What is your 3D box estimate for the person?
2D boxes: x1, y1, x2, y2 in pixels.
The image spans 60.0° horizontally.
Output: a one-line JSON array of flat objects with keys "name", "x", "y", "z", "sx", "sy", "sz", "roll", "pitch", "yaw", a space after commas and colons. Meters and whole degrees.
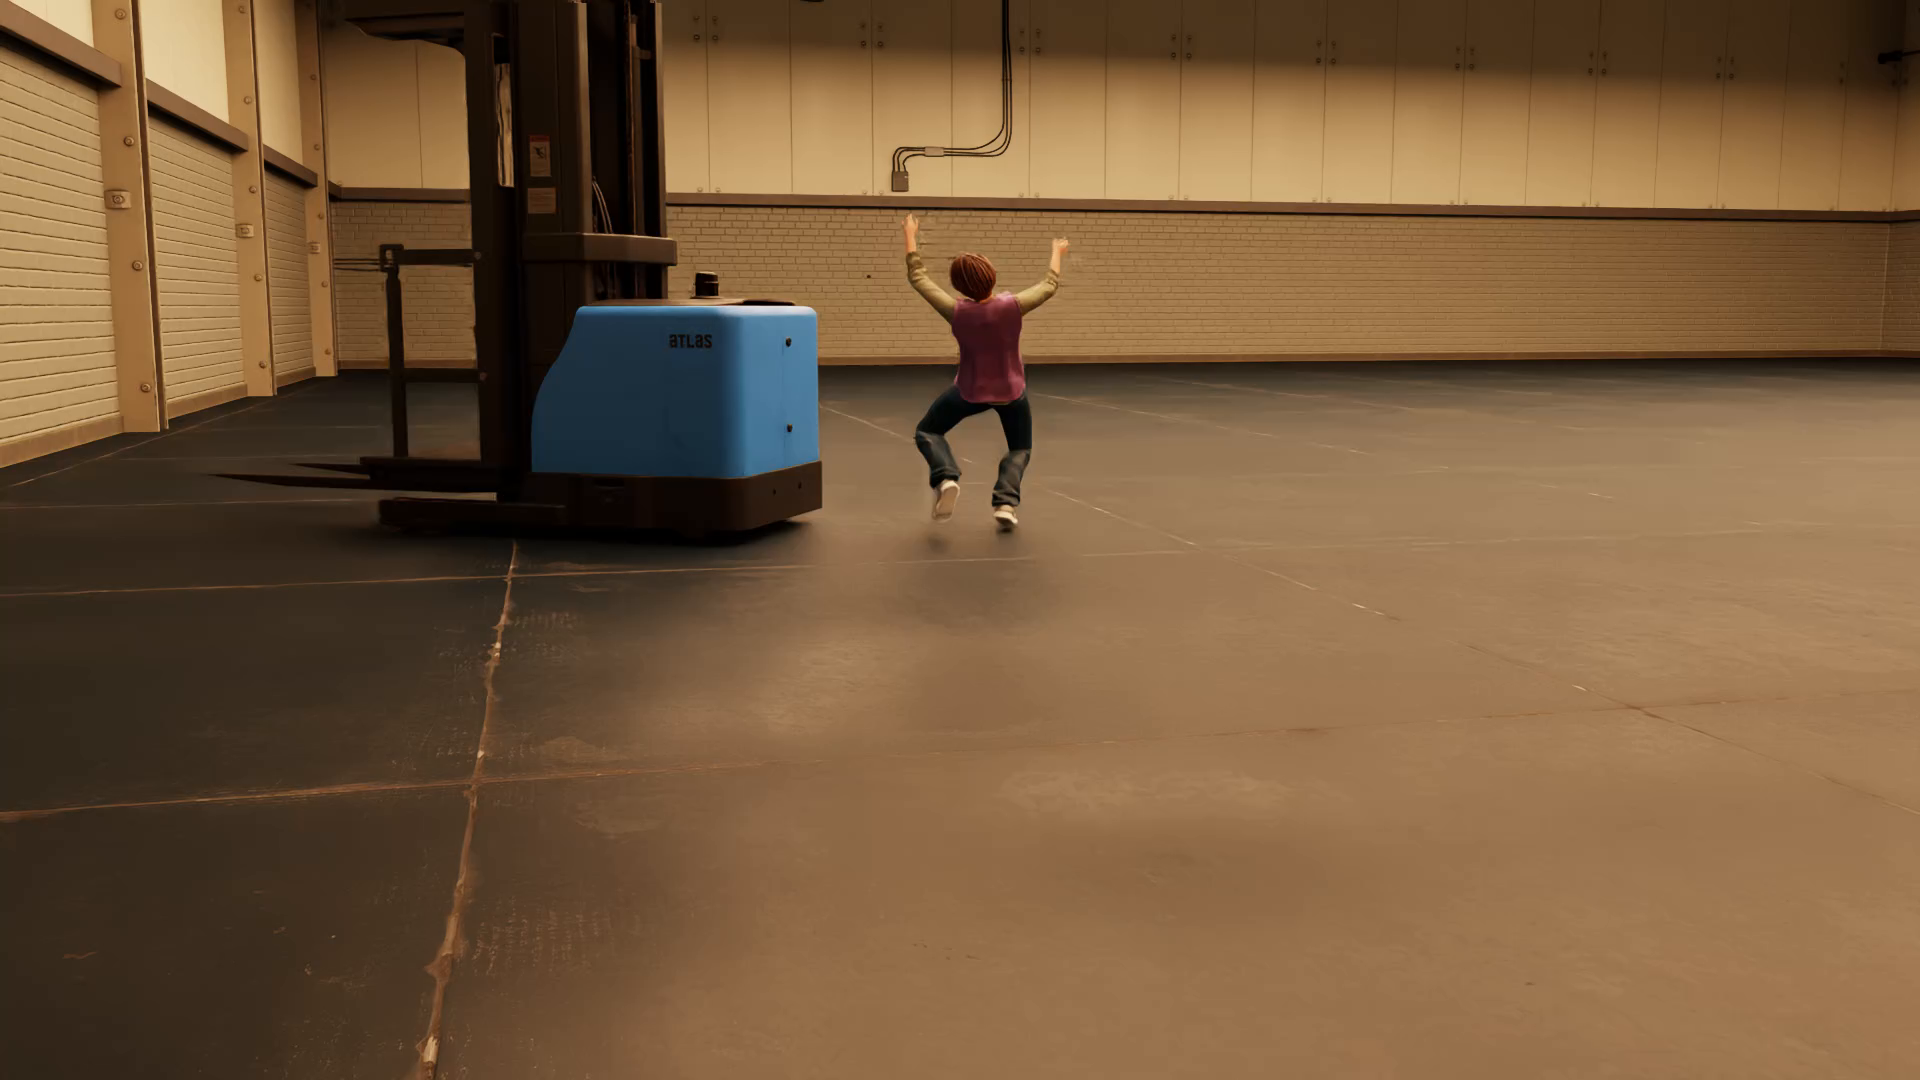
[{"name": "person", "x": 0.149, "y": -0.816, "z": 8.026, "sx": 0.843, "sy": 1.506, "sz": 0.631, "roll": -1, "pitch": 8, "yaw": -5}]

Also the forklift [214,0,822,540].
[{"name": "forklift", "x": -2.266, "y": -1.546, "z": 8.177, "sx": 3.031, "sy": 2.935, "sz": 1.130, "roll": 2, "pitch": 8, "yaw": 17}]
